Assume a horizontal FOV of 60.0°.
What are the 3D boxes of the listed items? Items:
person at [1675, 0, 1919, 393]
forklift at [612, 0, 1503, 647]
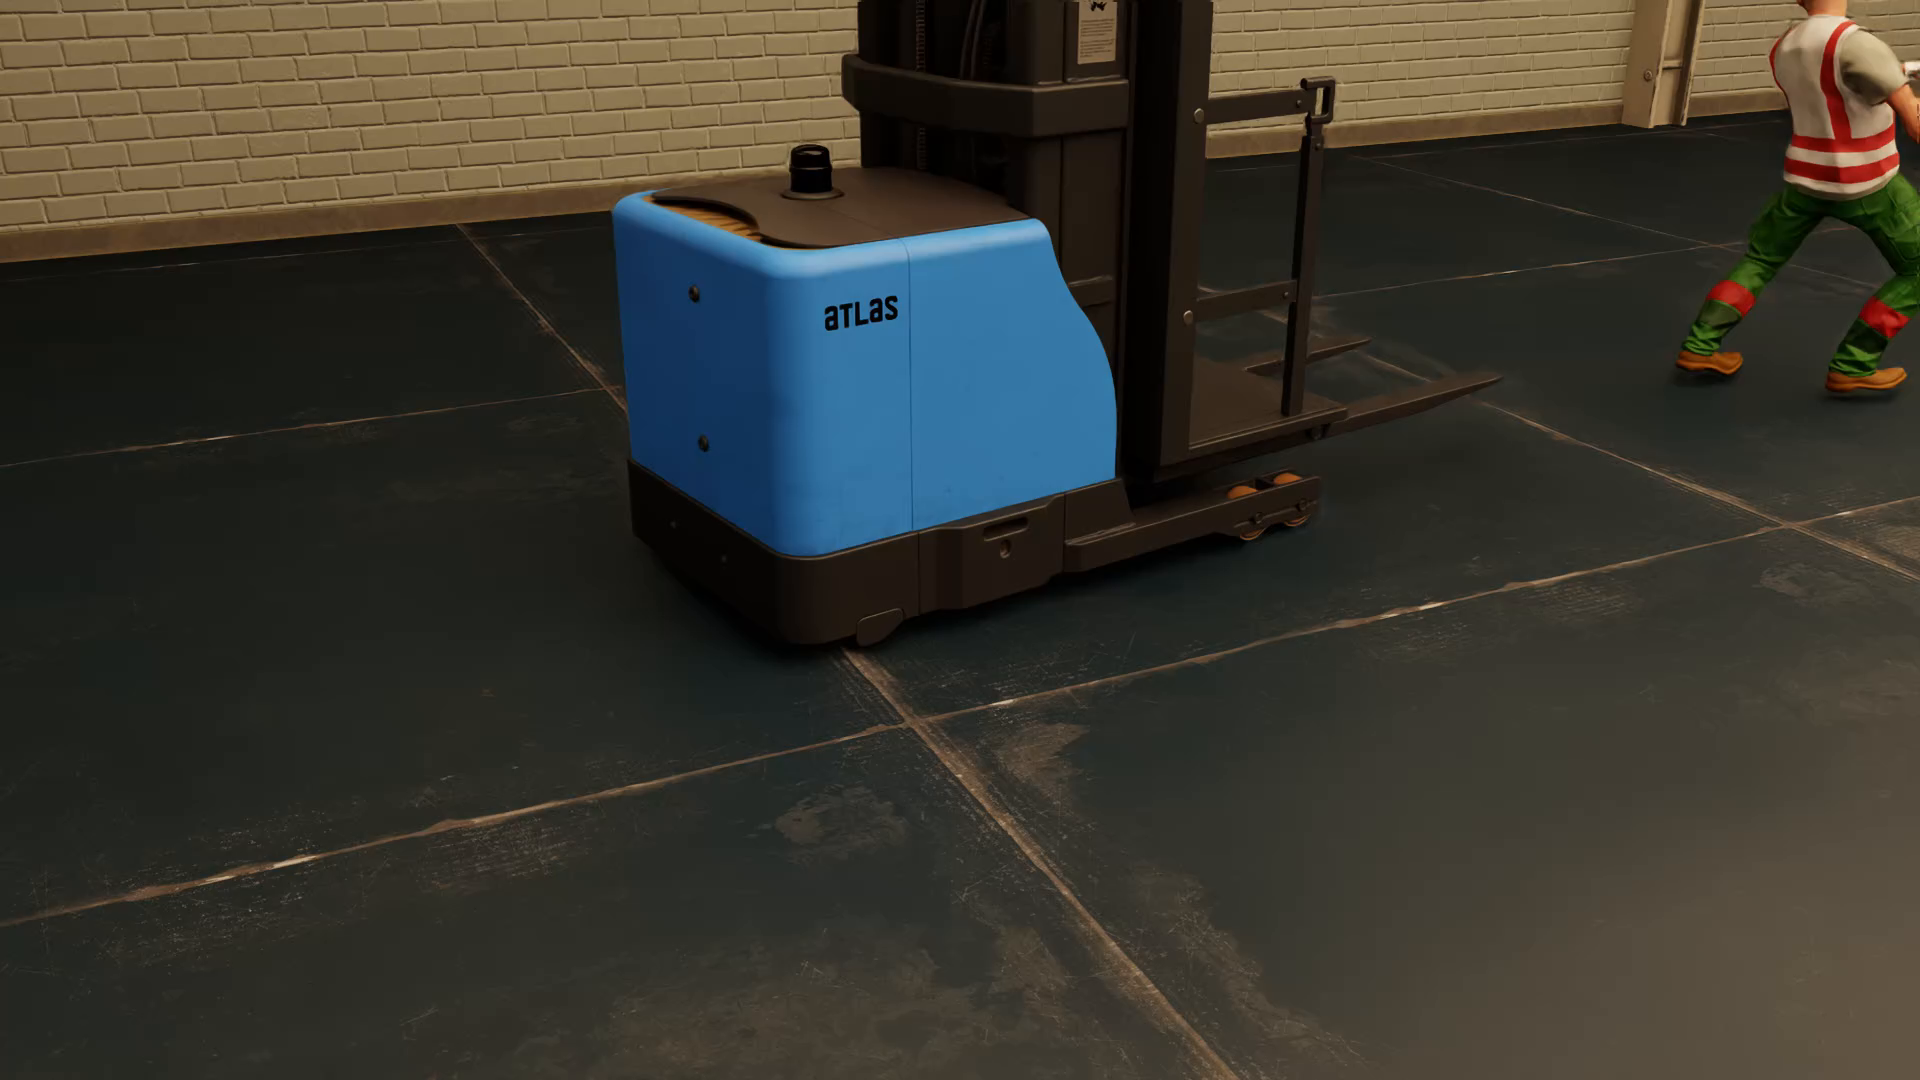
[{"bbox_3d":[3.388,-1.355,6.190,0.877,1.621,0.838,-11,25,-24],"label":"person"},{"bbox_3d":[0.513,-1.501,4.900,3.031,2.935,1.130,-15,27,-32],"label":"forklift"}]
